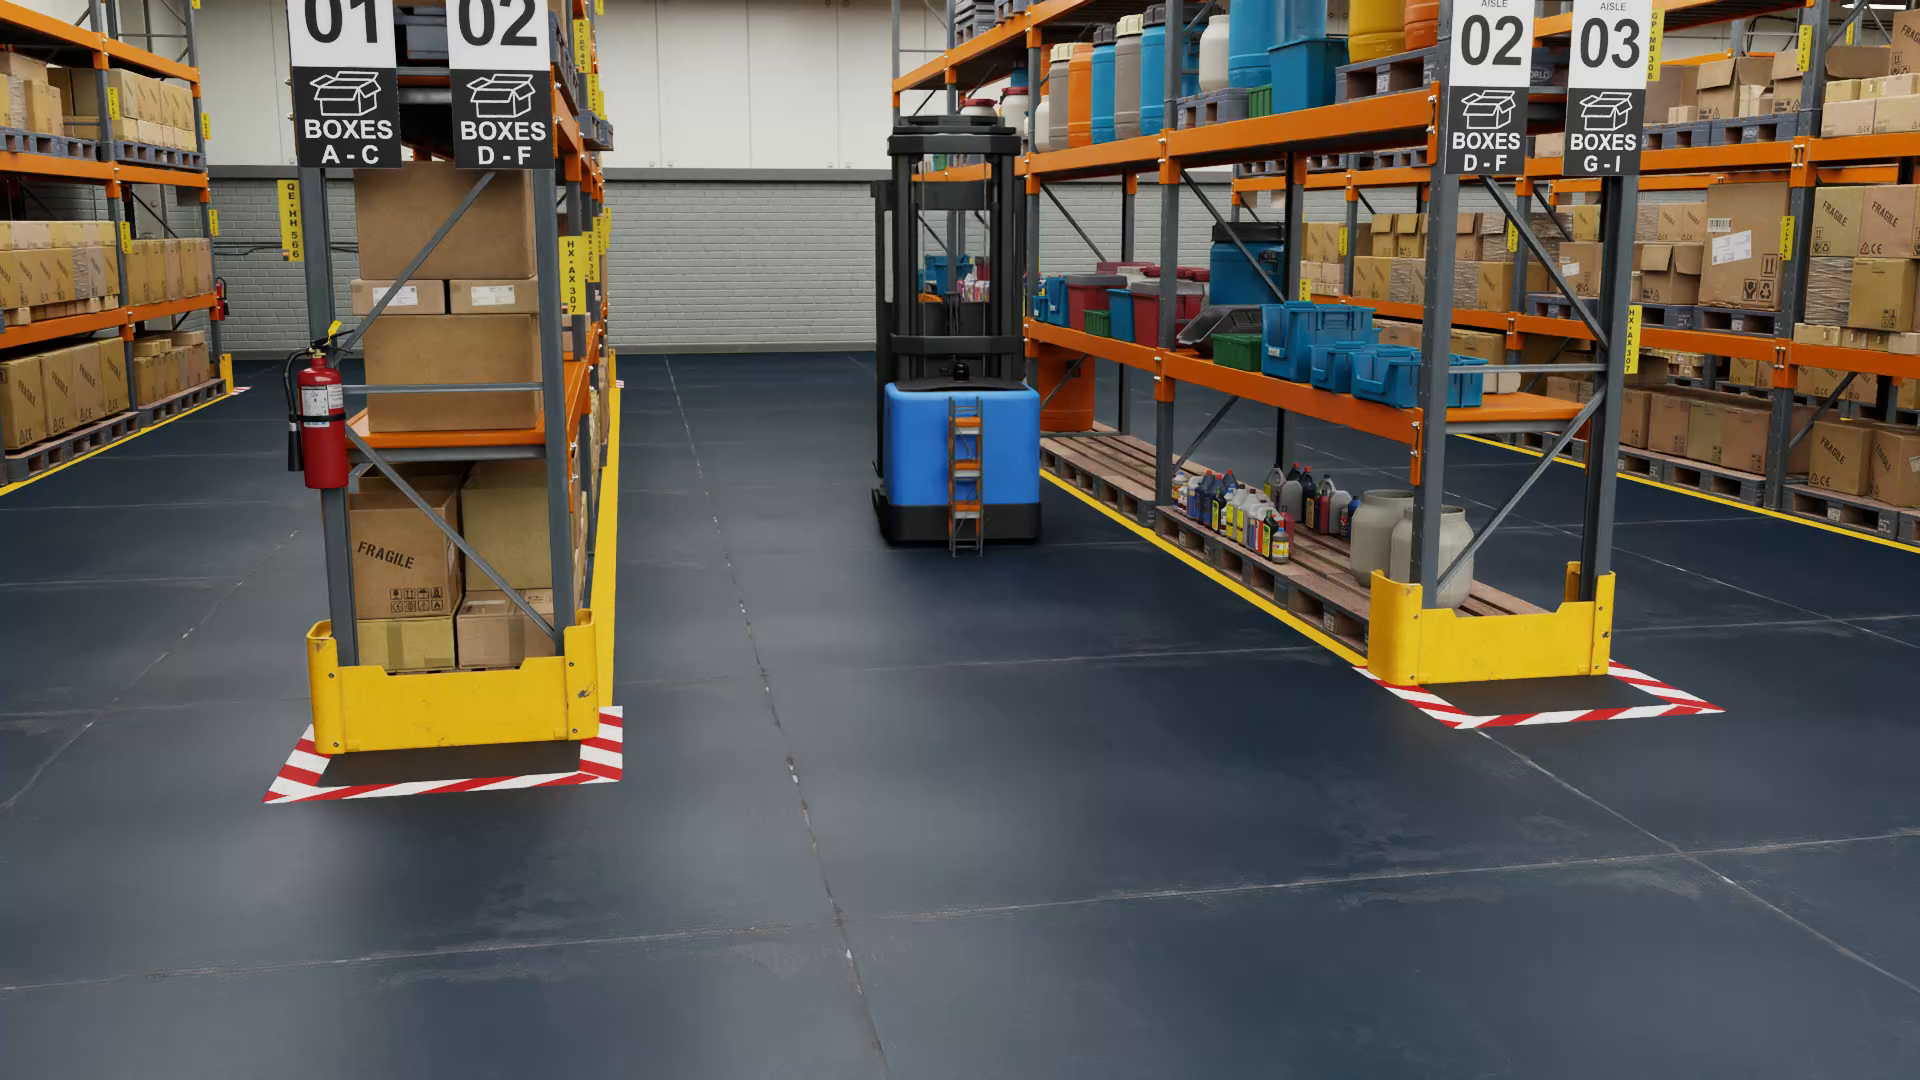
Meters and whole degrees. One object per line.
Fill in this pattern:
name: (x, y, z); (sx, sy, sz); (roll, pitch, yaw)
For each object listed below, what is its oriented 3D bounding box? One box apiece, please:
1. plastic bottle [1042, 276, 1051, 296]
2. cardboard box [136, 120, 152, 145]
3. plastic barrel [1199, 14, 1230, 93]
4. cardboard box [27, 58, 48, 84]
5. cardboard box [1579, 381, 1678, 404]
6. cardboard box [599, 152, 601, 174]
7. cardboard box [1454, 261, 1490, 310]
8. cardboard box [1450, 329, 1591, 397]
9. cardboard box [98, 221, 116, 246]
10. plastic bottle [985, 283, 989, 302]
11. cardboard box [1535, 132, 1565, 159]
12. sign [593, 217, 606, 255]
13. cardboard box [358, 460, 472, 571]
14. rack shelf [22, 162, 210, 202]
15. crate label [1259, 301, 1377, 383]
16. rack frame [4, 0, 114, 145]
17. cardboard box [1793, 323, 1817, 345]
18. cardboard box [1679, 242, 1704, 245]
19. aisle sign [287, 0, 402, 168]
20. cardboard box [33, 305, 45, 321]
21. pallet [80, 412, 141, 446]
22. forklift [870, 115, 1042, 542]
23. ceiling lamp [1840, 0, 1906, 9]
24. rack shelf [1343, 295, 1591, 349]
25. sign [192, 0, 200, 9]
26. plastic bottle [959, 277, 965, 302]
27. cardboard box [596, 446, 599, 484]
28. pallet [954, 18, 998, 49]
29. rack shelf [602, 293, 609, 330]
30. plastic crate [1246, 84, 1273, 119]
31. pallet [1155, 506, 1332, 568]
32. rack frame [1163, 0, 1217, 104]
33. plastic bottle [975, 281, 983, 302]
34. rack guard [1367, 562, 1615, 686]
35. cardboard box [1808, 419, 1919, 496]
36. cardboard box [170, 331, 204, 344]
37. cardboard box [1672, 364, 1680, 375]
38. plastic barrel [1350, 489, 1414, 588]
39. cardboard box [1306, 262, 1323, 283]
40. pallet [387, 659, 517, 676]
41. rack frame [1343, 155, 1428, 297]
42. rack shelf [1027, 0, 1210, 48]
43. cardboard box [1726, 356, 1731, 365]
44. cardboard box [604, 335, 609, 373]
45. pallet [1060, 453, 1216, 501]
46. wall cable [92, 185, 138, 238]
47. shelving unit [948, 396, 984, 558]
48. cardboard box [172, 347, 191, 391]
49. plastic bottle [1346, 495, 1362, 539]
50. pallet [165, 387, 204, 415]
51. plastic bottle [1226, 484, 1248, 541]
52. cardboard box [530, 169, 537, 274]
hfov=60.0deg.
plastic bottle: (0.941, -2.597, 17.452); (0.144, 0.351, 0.185); (-2, 11, -11)
cardboard box: (-9.329, -4.536, 18.493); (0.500, 0.250, 0.500); (-2, 11, -12)
plastic barrel: (1.797, -3.192, 10.999); (0.421, 0.512, 0.421); (0, 11, 0)
cardboard box: (-9.326, -4.591, 16.324); (0.500, 0.250, 0.500); (-1, 11, -7)
cardboard box: (6.256, -1.222, 15.601); (0.700, 0.500, 0.500); (-3, 11, -16)
cardboard box: (-4.733, -4.697, 20.728); (0.500, 0.250, 0.500); (-2, 11, -11)
cardboard box: (5.556, -2.679, 17.483); (0.500, 0.500, 0.500); (-2, 11, -12)
cardboard box: (5.872, -1.747, 17.411); (1.225, 0.875, 0.875); (-3, 11, -14)
cardboard box: (-9.026, -3.147, 17.088); (0.500, 0.250, 0.500); (-2, 11, -10)
plastic bottle: (0.306, -2.596, 17.657); (0.097, 0.271, 0.097); (0, 11, 0)
cardboard box: (5.828, -3.761, 15.815); (0.500, 0.250, 0.500); (-2, 11, -10)
sign: (-3.188, -2.687, 14.694); (0.100, 0.325, 0.005); (-2, 11, -11)
cardboard box: (-2.781, -0.124, 8.553); (0.500, 0.500, 0.500); (-2, 11, -11)
rack shelf: (-9.757, -4.137, 19.312); (1.077, 0.370, 4.000); (-2, 11, -11)
crate label: (2.060, -1.155, 9.646); (0.502, 0.435, 0.616); (-2, 11, -11)
rack frame: (-9.368, -5.597, 17.037); (1.000, 3.000, 0.127); (-2, 11, -11)
cardboard box: (6.511, -1.550, 12.487); (0.380, 0.149, 0.250); (-2, 11, -11)
cardboard box: (9.722, -3.626, 21.662); (0.500, 0.500, 0.500); (-2, 11, -11)
aisle sign: (-2.451, -1.884, 6.622); (0.394, 0.787, 0.004); (-2, 11, -11)
cardboard box: (-8.705, -2.107, 15.361); (0.380, 0.149, 0.250); (-2, 11, -10)
pallet: (-9.144, -1.142, 17.129); (1.003, 0.211, 1.213); (-2, 11, -11)
forklift: (-0.103, -1.653, 12.545); (1.130, 2.935, 3.031); (-1, 11, -6)
ceiling lamp: (16.214, -10.687, 28.168); (2.000, 3.185, 0.800); (-2, 11, -11)
rack shelf: (5.597, -2.470, 18.577); (1.077, 0.370, 4.000); (-2, 11, -11)
sign: (-9.611, -6.846, 20.887); (0.100, 0.325, 0.005); (-2, 11, -11)
plastic bottle: (0.029, -2.846, 18.938); (0.061, 0.283, 0.133); (-2, 11, -11)
cardboard box: (-3.089, -0.584, 12.975); (0.500, 0.250, 0.500); (-2, 11, -10)
pallet: (0.541, -5.518, 18.193); (1.003, 0.211, 1.213); (-2, 11, -11)
rack shelf: (-4.899, -2.844, 20.542); (1.077, 0.370, 4.000); (-2, 11, -11)
plastic crate: (1.946, -2.613, 9.949); (0.336, 0.188, 0.450); (-2, 11, -11)
pallet: (1.995, -0.049, 11.387); (1.003, 0.211, 1.213); (-2, 11, -11)
rack frame: (1.906, -4.490, 11.221); (1.000, 3.000, 0.127); (-2, 11, -11)
plastic bottle: (0.246, -2.681, 18.091); (0.152, 0.276, 0.135); (-2, 11, -11)
rack guard: (2.623, 0.406, 8.225); (1.175, 0.500, 0.348); (-2, 11, -11)
cardboard box: (6.803, -0.627, 12.530); (0.500, 0.500, 0.500); (-2, 11, -13)
cardboard box: (-9.708, -2.539, 20.842); (0.380, 0.149, 0.250); (-2, 11, -12)
cardboard box: (9.714, -2.268, 22.094); (0.380, 0.149, 0.250); (-2, 11, -9)
plastic barrel: (2.383, -0.004, 9.223); (0.421, 0.512, 0.421); (0, 11, 0)
cardboard box: (4.762, -3.429, 21.297); (0.500, 0.250, 0.500); (-2, 11, -9)
pallet: (-2.366, 0.601, 7.974); (1.003, 0.211, 1.213); (-2, 11, -11)
rack frame: (5.208, -3.191, 20.437); (1.000, 3.000, 0.127); (-2, 11, -11)
rack shelf: (1.517, -4.307, 13.253); (1.077, 0.370, 4.000); (-2, 11, -11)
cardboard box: (10.336, -2.382, 21.897); (0.380, 0.149, 0.250); (-2, 11, -8)
cardboard box: (-4.940, -2.462, 22.118); (0.500, 0.500, 0.500); (-2, 11, -11)
pallet: (1.474, -0.540, 13.970); (1.003, 0.211, 1.213); (-2, 11, -11)
wall cable: (-11.323, -4.083, 22.410); (0.084, 1.984, 1.851); (-2, 11, -11)
shelving unit: (0.039, -0.422, 11.108); (0.215, 1.050, 0.252); (-1, 11, -6)
cardboard box: (-9.716, -2.053, 20.025); (0.700, 0.500, 0.500); (-2, 11, -13)
plastic bottle: (2.511, -0.148, 10.570); (0.097, 0.271, 0.097); (0, 11, 0)
pallet: (-9.680, -1.647, 19.784); (1.003, 0.211, 1.213); (-2, 11, -11)
plastic bottle: (1.775, -0.182, 10.540); (0.144, 0.351, 0.185); (-2, 11, -11)
cardboard box: (-2.372, -1.509, 7.863); (0.700, 0.500, 0.500); (-2, 11, -12)
